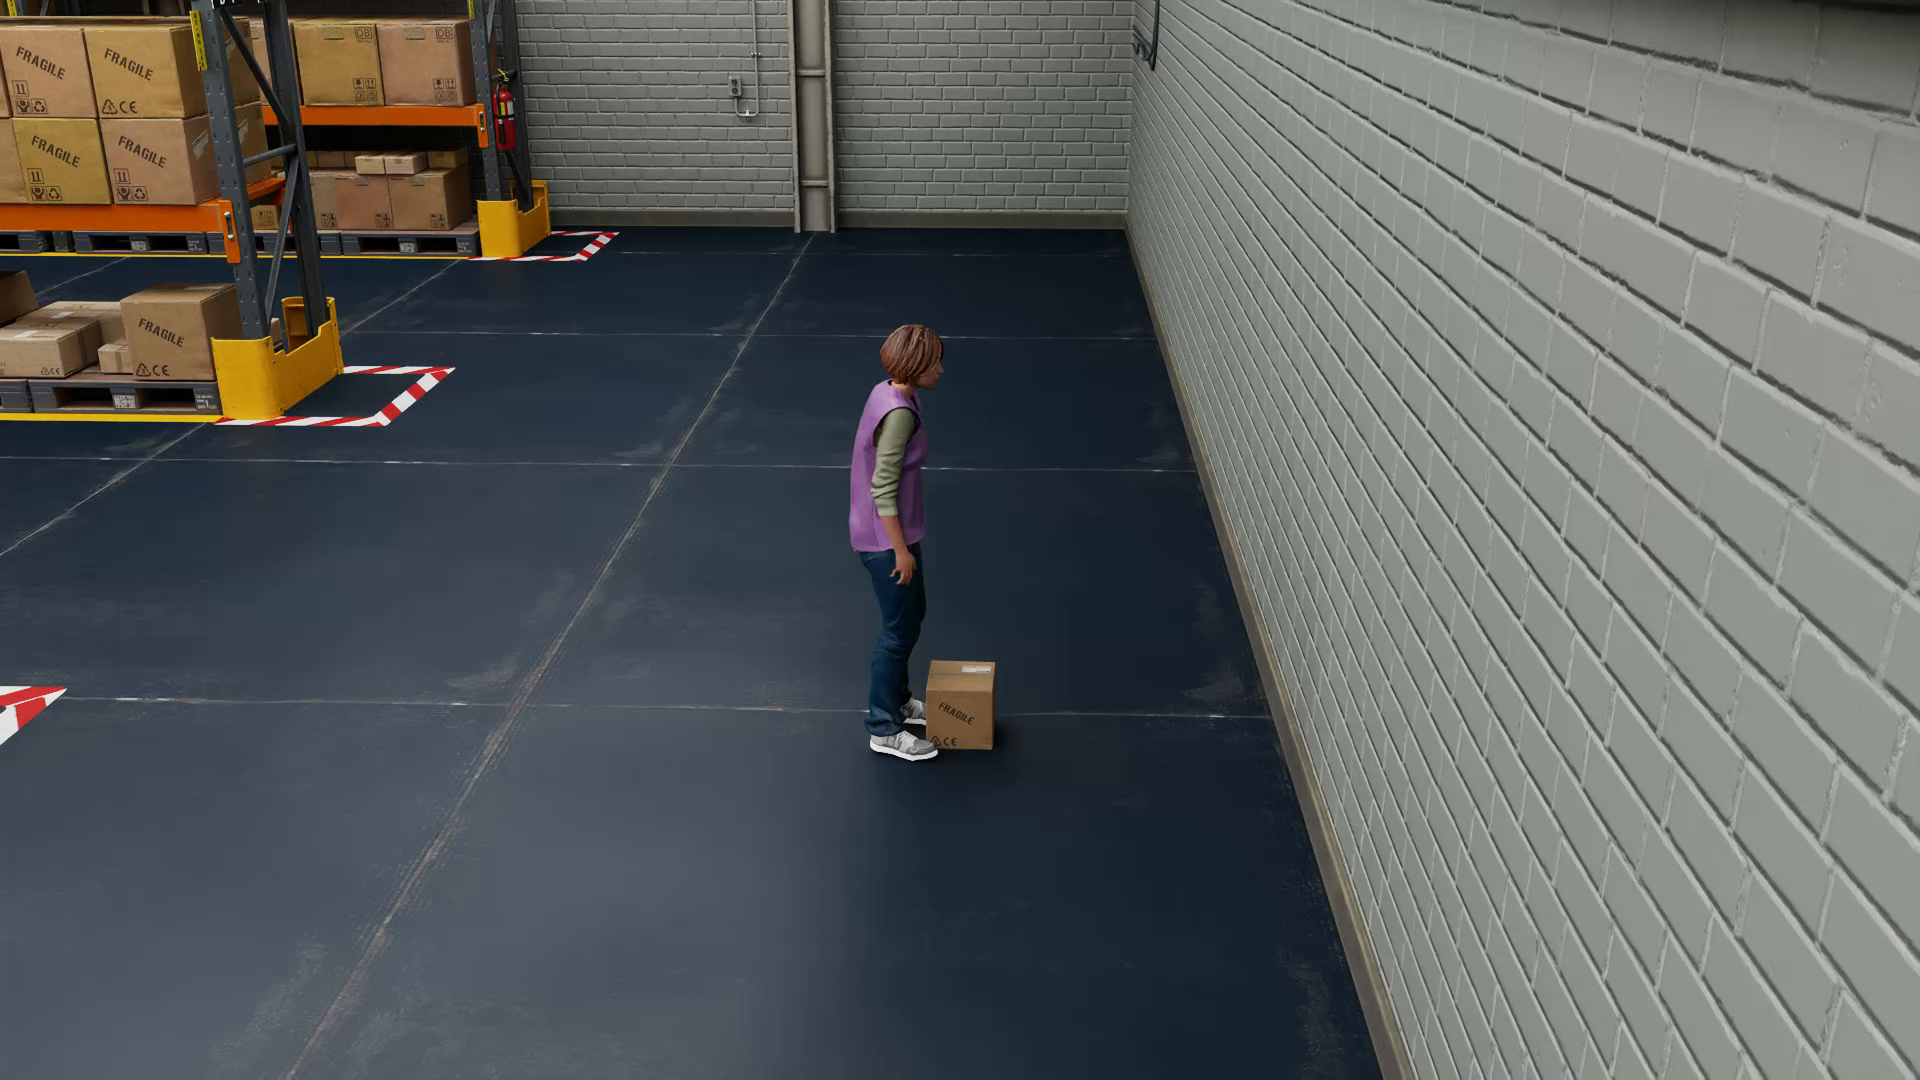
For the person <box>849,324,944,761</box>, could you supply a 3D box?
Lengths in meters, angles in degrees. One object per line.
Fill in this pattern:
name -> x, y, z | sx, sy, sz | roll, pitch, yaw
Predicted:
person -> -0.231, -0.004, 6.108 | 0.347, 1.592, 0.484 | 1, 21, 1
